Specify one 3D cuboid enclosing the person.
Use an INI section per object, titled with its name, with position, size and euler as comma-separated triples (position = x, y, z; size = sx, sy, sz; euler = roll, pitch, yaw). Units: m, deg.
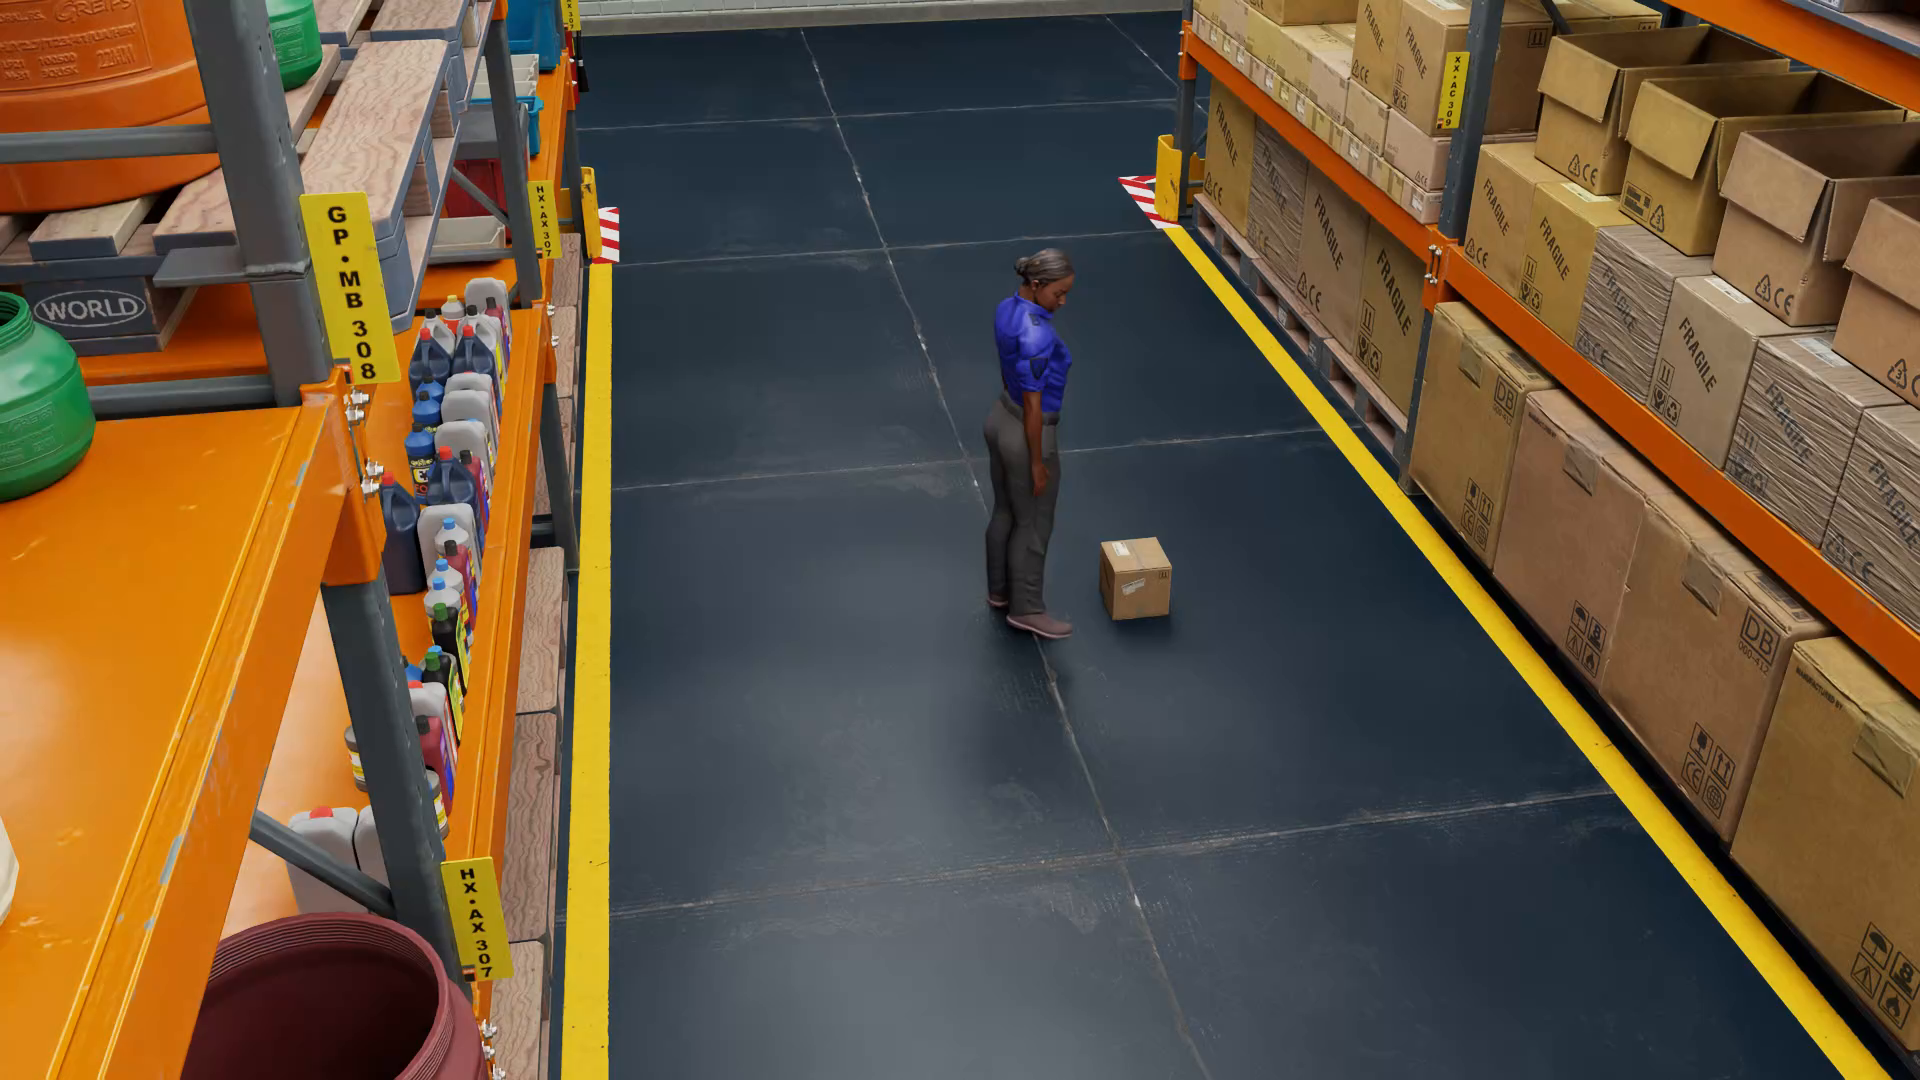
[person]
position = 0.268, -0.400, 6.811
size = 0.324, 1.669, 0.548
euler = -11, 33, -18
